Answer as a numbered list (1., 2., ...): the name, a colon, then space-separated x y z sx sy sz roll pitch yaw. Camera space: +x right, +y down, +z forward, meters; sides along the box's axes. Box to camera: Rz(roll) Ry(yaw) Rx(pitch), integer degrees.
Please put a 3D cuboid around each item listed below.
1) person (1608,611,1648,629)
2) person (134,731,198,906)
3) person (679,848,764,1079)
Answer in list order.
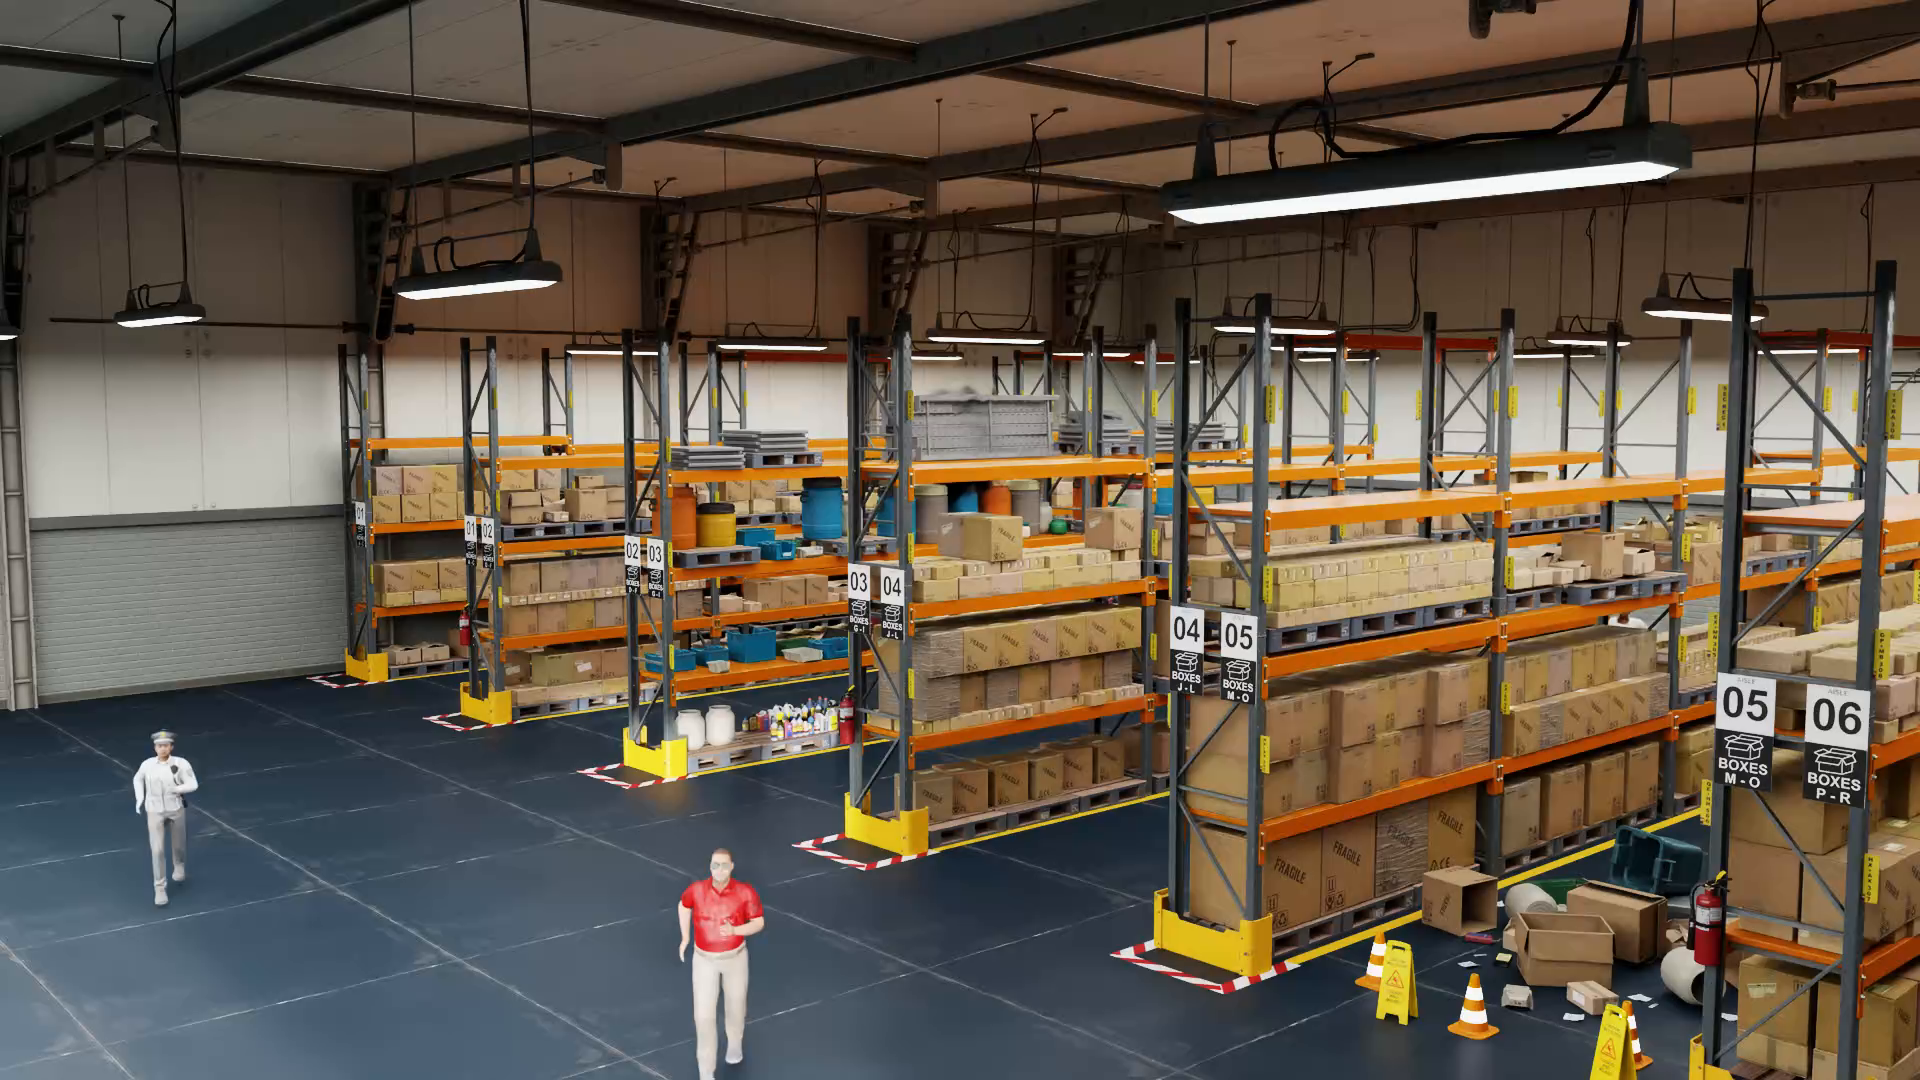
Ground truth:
1. person: 10.686 1.887 26.858 0.676 1.821 0.775 5 7 43
2. person: -8.111 2.781 16.996 0.610 1.680 0.936 -2 6 -22
3. person: -1.786 3.189 12.451 0.640 1.788 0.837 -1 5 -7
